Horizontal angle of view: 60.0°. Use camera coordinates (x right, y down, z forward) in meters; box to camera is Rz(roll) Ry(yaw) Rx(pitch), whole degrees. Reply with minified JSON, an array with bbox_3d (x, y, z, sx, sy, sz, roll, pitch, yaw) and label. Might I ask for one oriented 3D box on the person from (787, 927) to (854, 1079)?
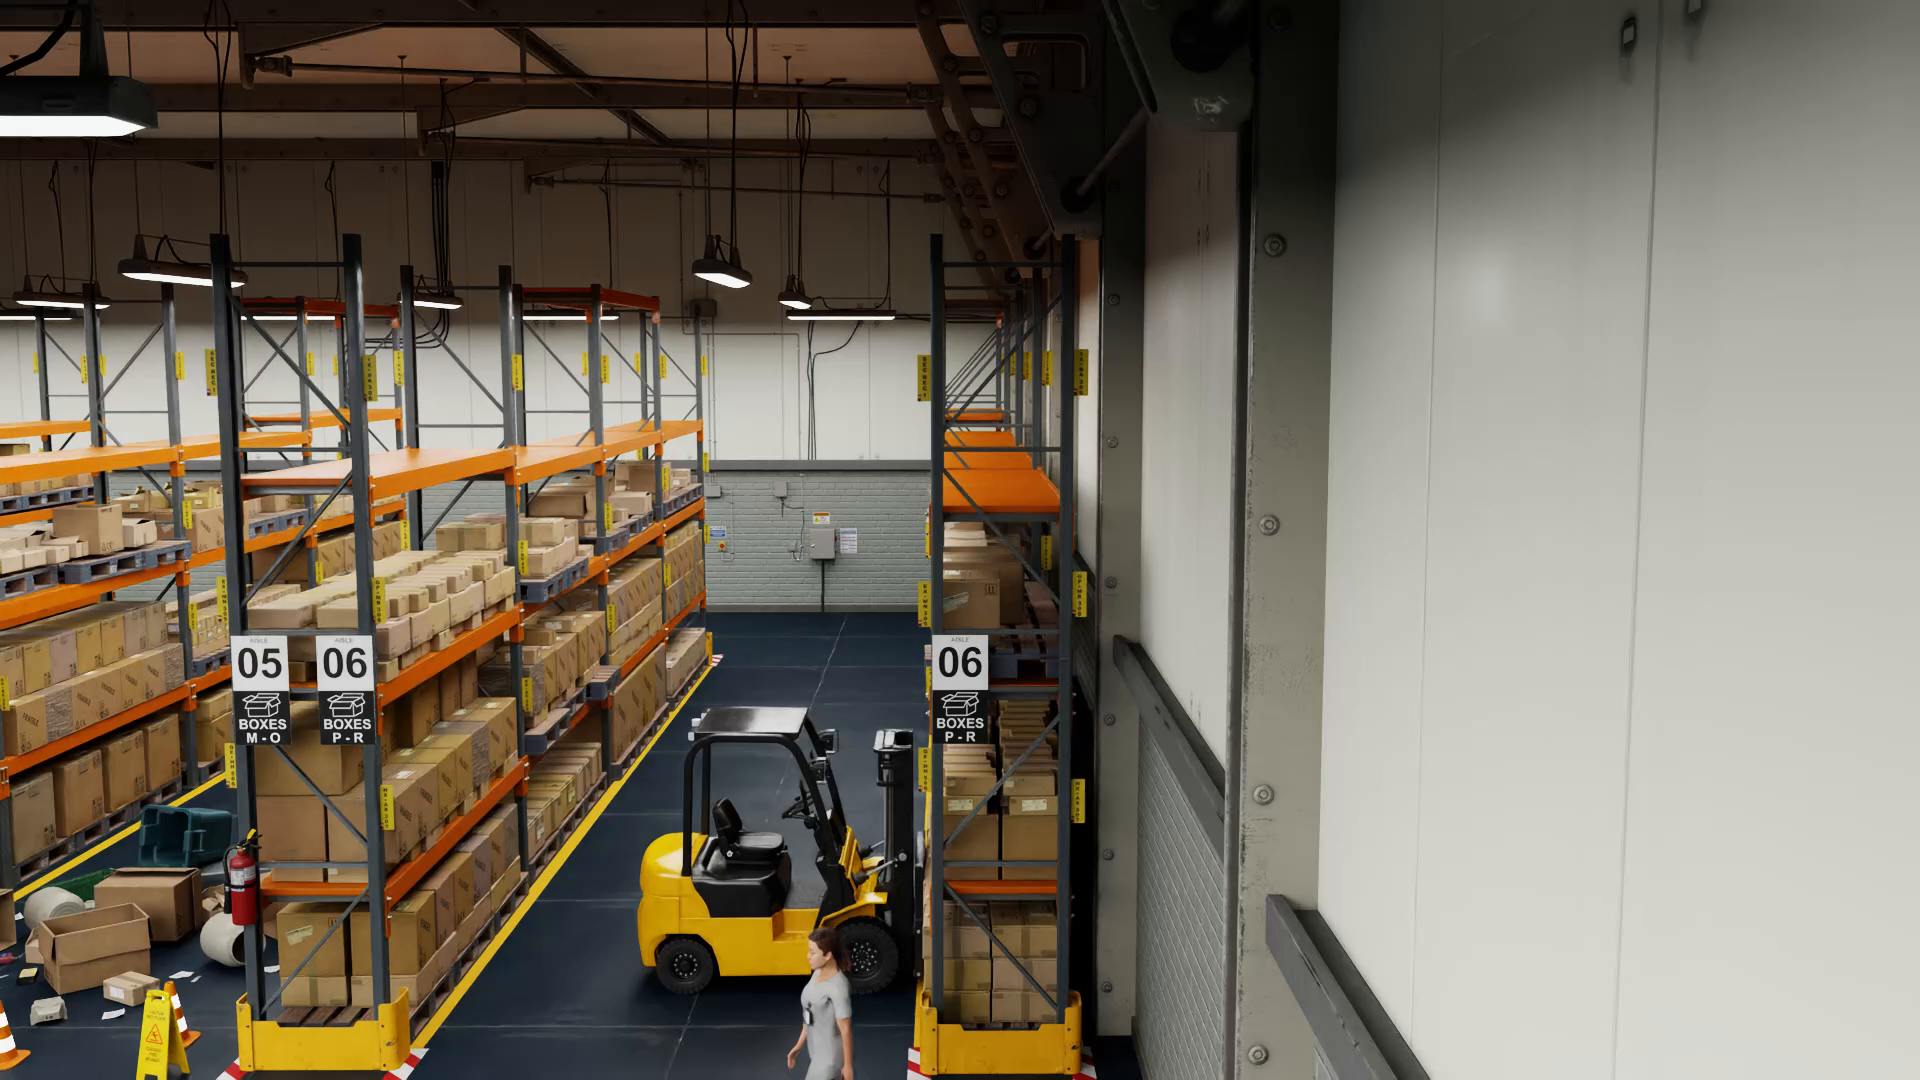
[{"bbox_3d":[-0.838,3.215,10.347,0.868,1.648,0.442,-2,7,-17],"label":"person"}]
